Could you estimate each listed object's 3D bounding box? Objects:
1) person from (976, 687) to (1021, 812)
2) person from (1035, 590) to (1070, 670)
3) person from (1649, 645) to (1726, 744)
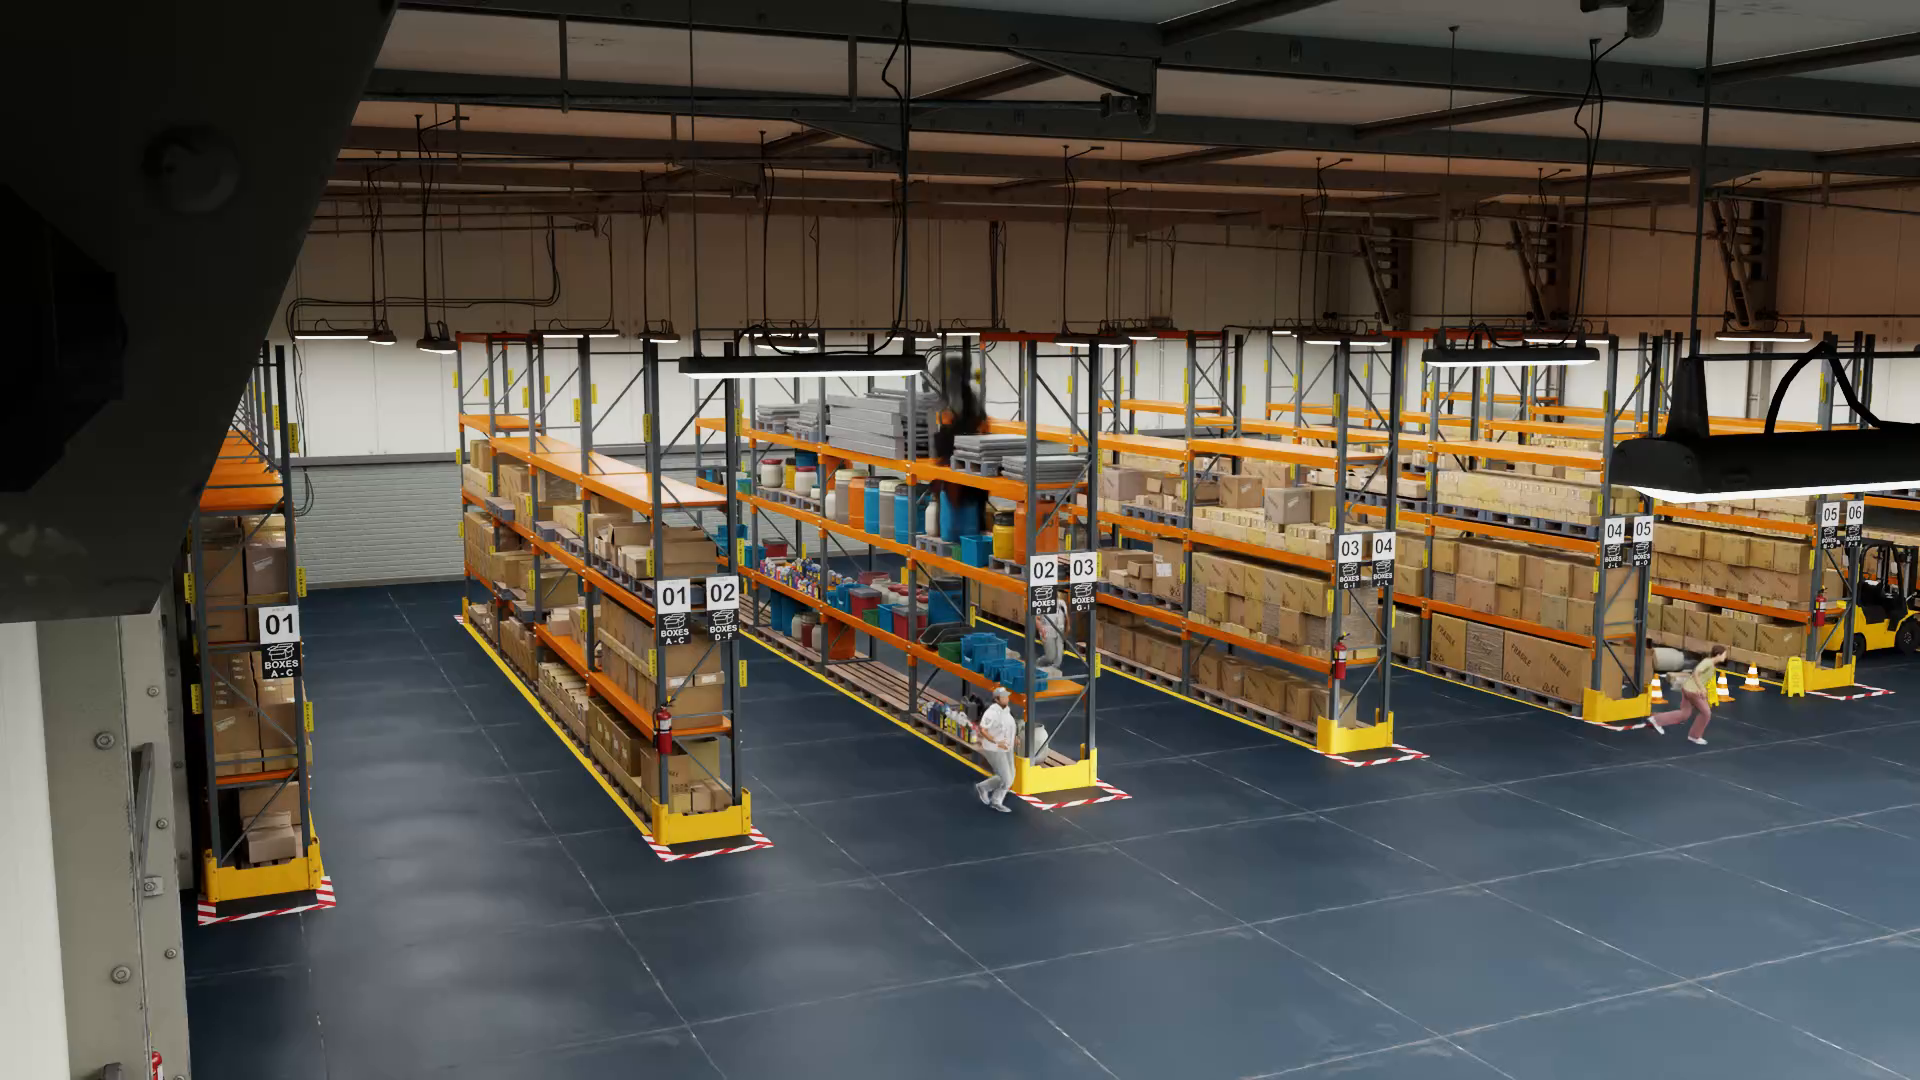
[{"bbox_3d":[0.486,2.683,21.311,0.528,1.639,0.586,5,9,33],"label":"person"},{"bbox_3d":[1.600,1.617,28.670,0.653,1.758,0.645,-4,9,-26],"label":"person"},{"bbox_3d":[10.836,2.307,24.796,1.008,1.458,0.583,4,8,25],"label":"person"}]
